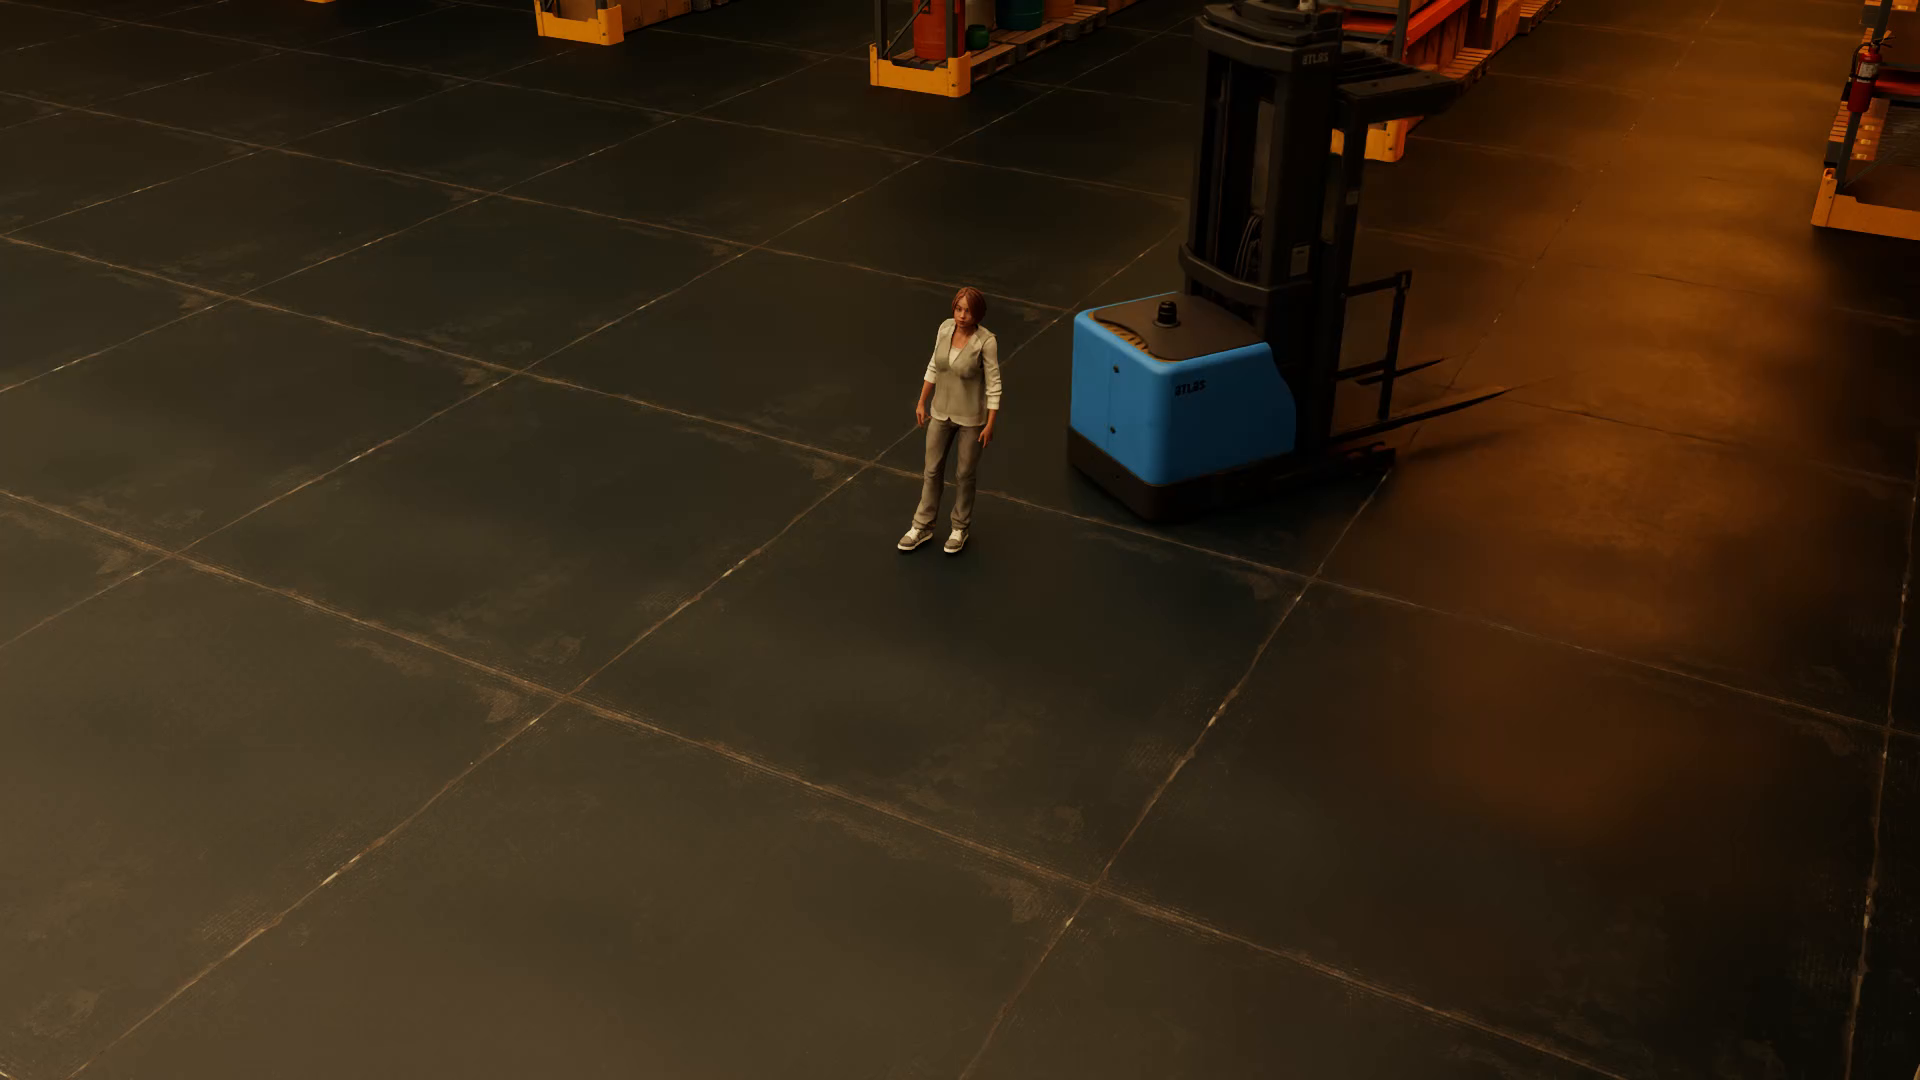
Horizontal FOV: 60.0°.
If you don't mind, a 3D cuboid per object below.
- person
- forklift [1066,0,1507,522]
[{"bbox_3d":[-0.048,-0.669,9.550,0.521,1.596,0.475,15,33,25],"label":"person"},{"bbox_3d":[2.237,-1.890,10.346,3.031,2.935,1.130,-15,33,-24],"label":"forklift"}]
